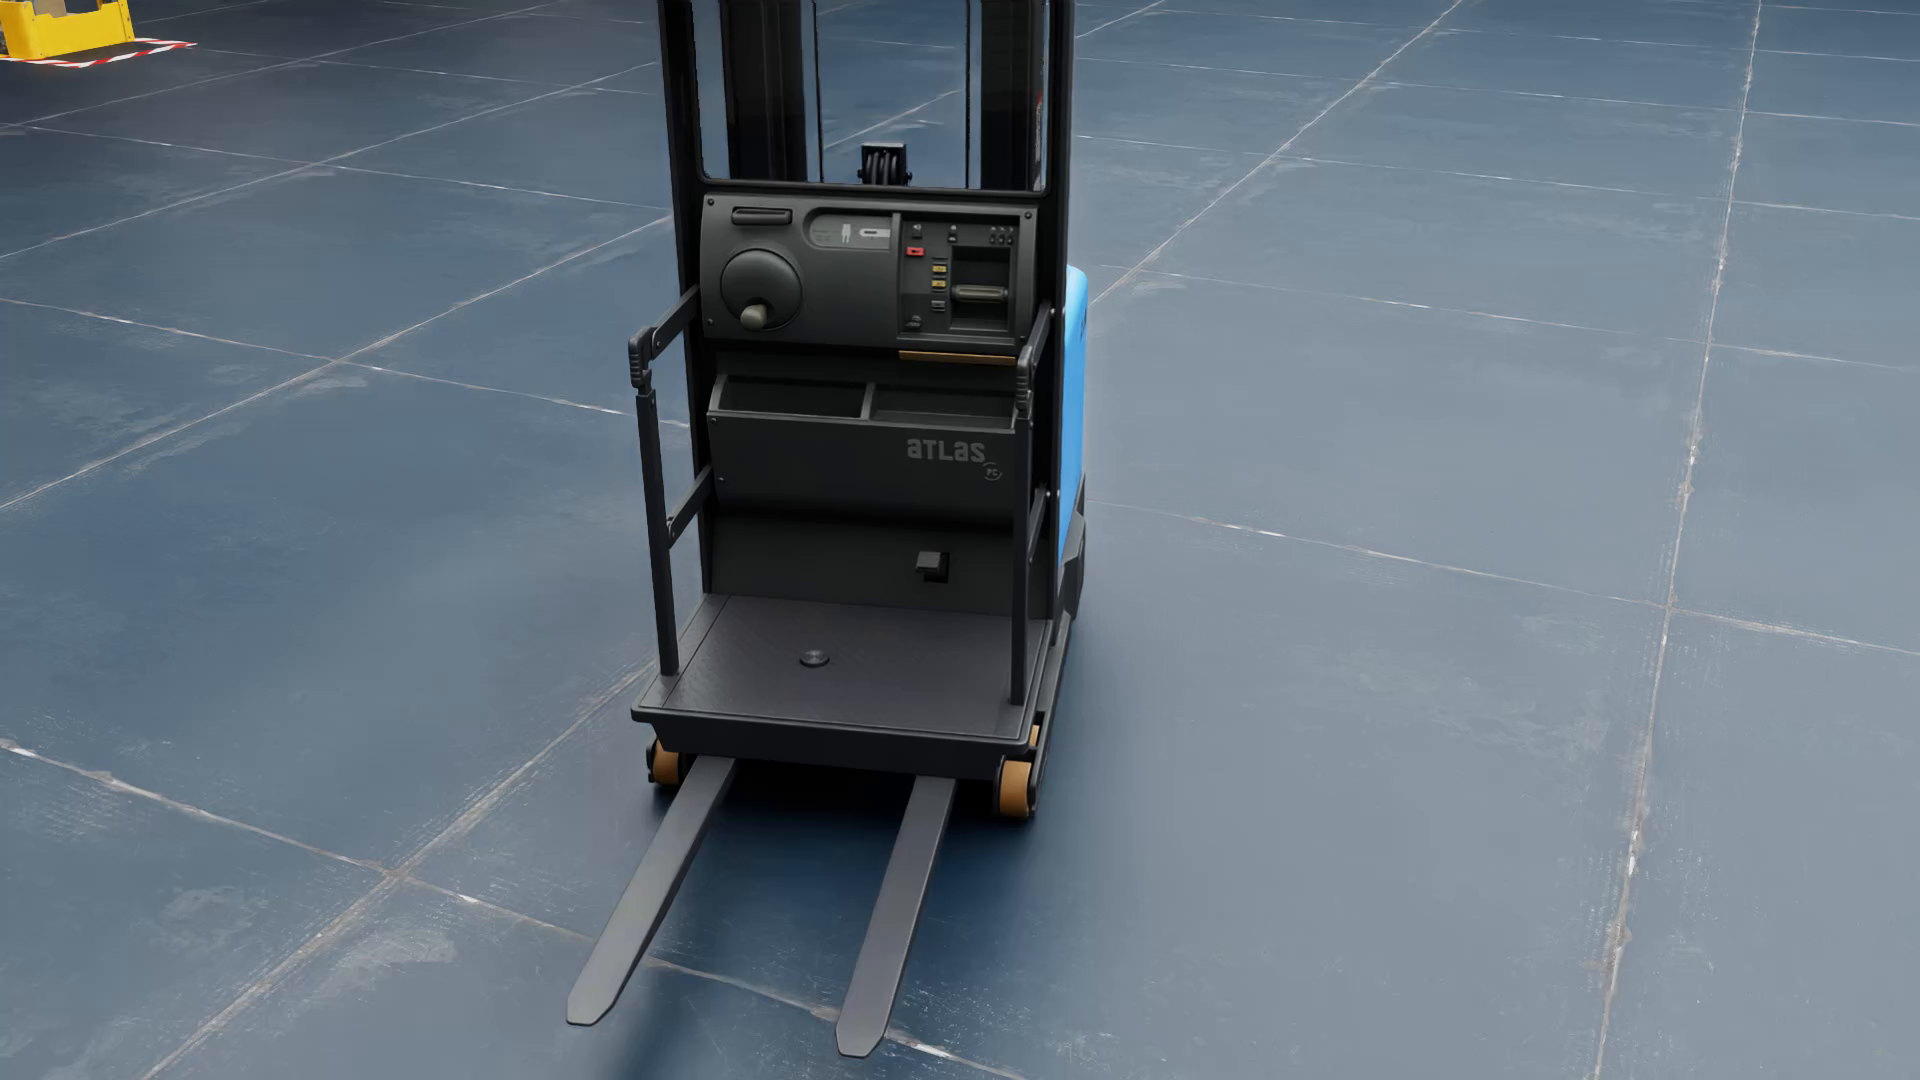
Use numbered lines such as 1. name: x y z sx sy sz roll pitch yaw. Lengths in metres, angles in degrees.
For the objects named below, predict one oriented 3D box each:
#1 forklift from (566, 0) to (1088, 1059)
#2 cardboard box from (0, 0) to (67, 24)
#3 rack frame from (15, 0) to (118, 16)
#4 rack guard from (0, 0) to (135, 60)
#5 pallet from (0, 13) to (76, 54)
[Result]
1. forklift: -0.288 -0.703 4.360 1.130 2.935 3.031 4 27 8
2. cardboard box: -8.825 -5.141 15.651 0.500 0.500 0.500 17 31 31
3. rack frame: -8.263 -5.953 14.946 0.127 3.000 1.000 11 28 22
4. rack guard: -8.332 -4.846 15.527 0.348 0.500 1.175 11 28 22
5. pallet: -9.057 -4.879 15.921 1.213 0.211 1.003 11 28 22
